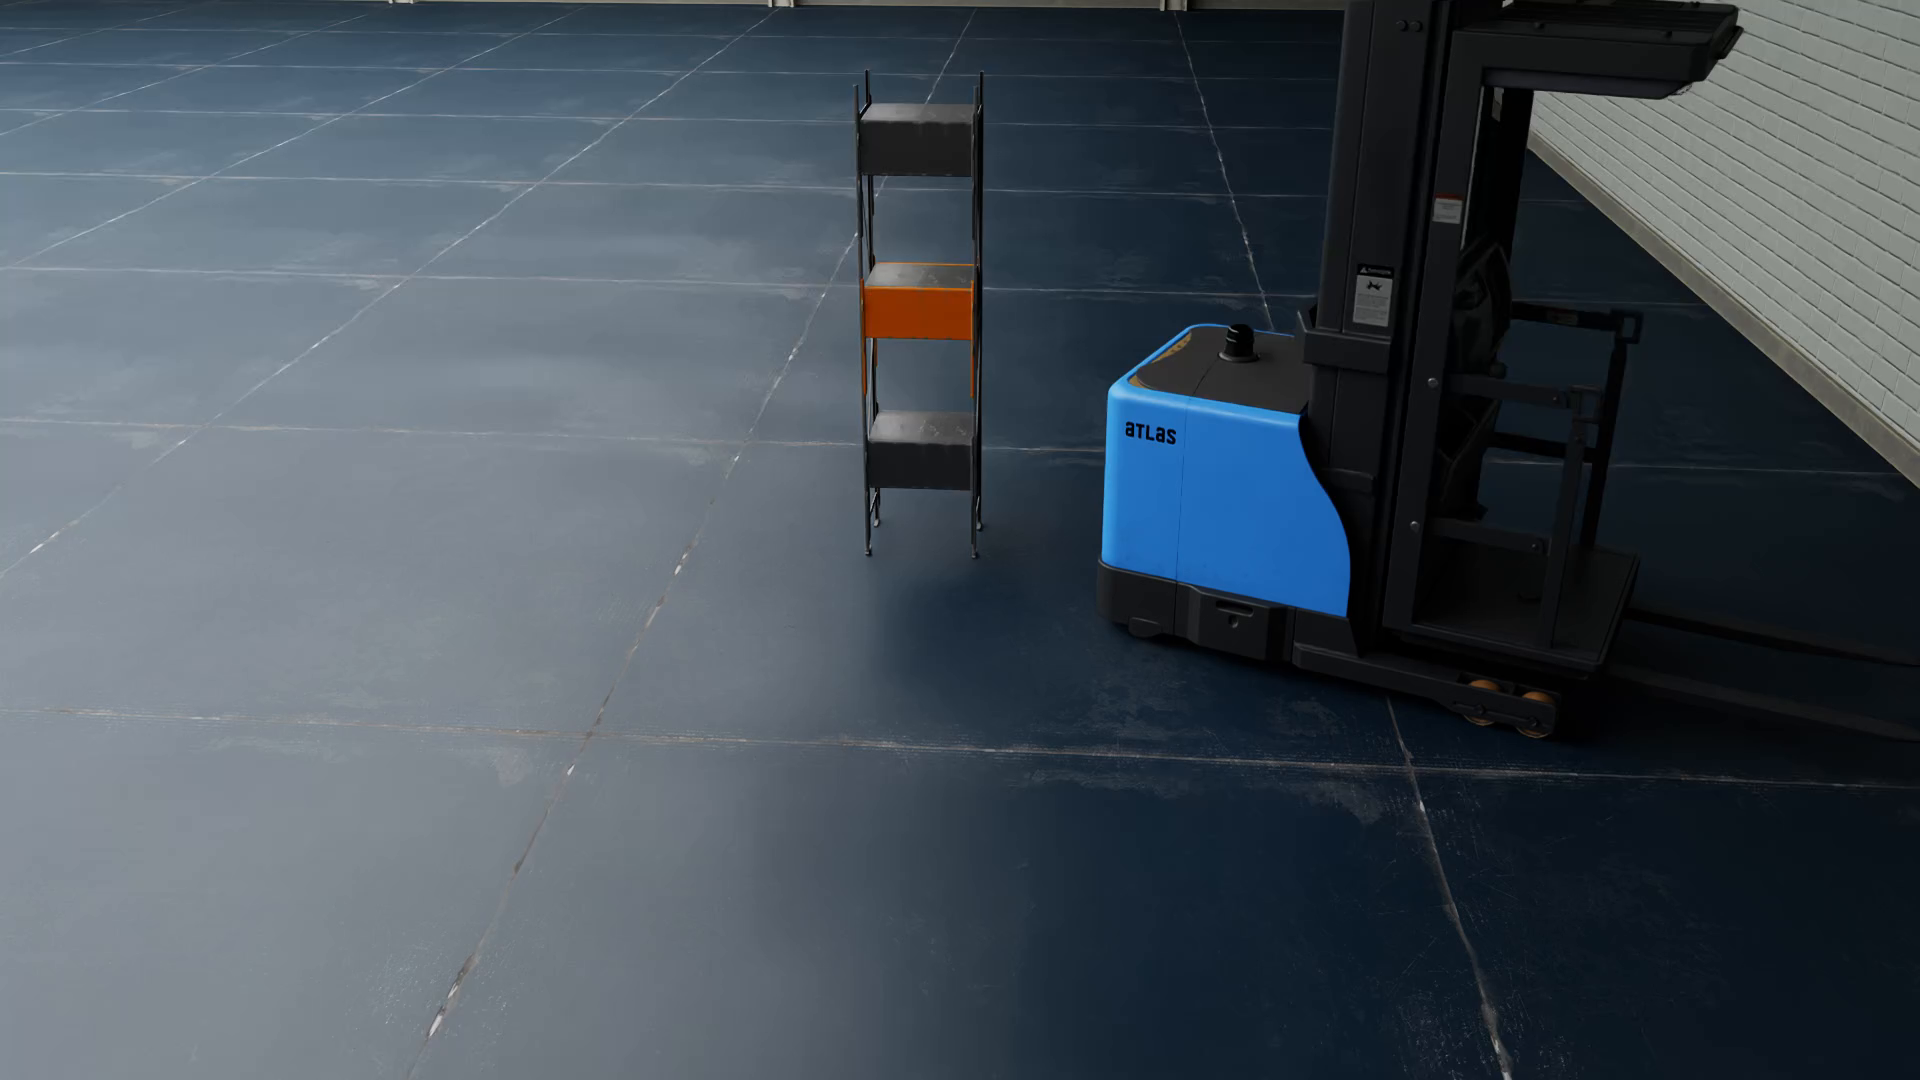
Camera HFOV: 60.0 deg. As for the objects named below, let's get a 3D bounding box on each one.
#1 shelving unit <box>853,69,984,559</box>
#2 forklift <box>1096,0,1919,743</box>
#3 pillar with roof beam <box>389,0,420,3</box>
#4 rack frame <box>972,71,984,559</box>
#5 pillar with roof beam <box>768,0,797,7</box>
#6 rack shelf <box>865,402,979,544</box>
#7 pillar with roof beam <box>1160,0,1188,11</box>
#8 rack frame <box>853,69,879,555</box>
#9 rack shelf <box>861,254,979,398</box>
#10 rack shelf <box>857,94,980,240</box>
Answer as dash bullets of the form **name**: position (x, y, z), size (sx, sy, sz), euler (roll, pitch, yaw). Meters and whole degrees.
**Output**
- **shelving unit**: position (-0.165, -0.959, 7.323), size (0.503, 2.100, 0.431), euler (2, 25, 4)
- **forklift**: position (2.115, -0.853, 6.097), size (3.031, 2.935, 1.130), euler (12, 27, 25)
- **pillar with roof beam**: position (-9.048, -10.744, 20.335), size (0.400, 9.000, 9.100), euler (2, 25, 4)
- **rack frame**: position (0.078, -0.951, 7.306), size (0.015, 2.100, 0.400), euler (2, 25, 4)
- **pillar with roof beam**: position (-3.066, -10.552, 19.918), size (0.400, 9.000, 9.100), euler (2, 25, 4)
- **rack shelf**: position (-0.165, -0.311, 7.621), size (0.480, 0.518, 0.431), euler (2, 25, 4)
- **pillar with roof beam**: position (2.917, -10.360, 19.500), size (0.400, 9.000, 9.100), euler (2, 25, 4)
- **rack frame**: position (-0.408, -0.967, 7.340), size (0.015, 2.100, 0.400), euler (2, 25, 4)
- **rack shelf**: position (-0.165, -0.947, 7.328), size (0.480, 0.518, 0.431), euler (2, 25, 4)
- **rack shelf**: position (-0.165, -1.583, 7.036), size (0.480, 0.518, 0.431), euler (2, 25, 4)
